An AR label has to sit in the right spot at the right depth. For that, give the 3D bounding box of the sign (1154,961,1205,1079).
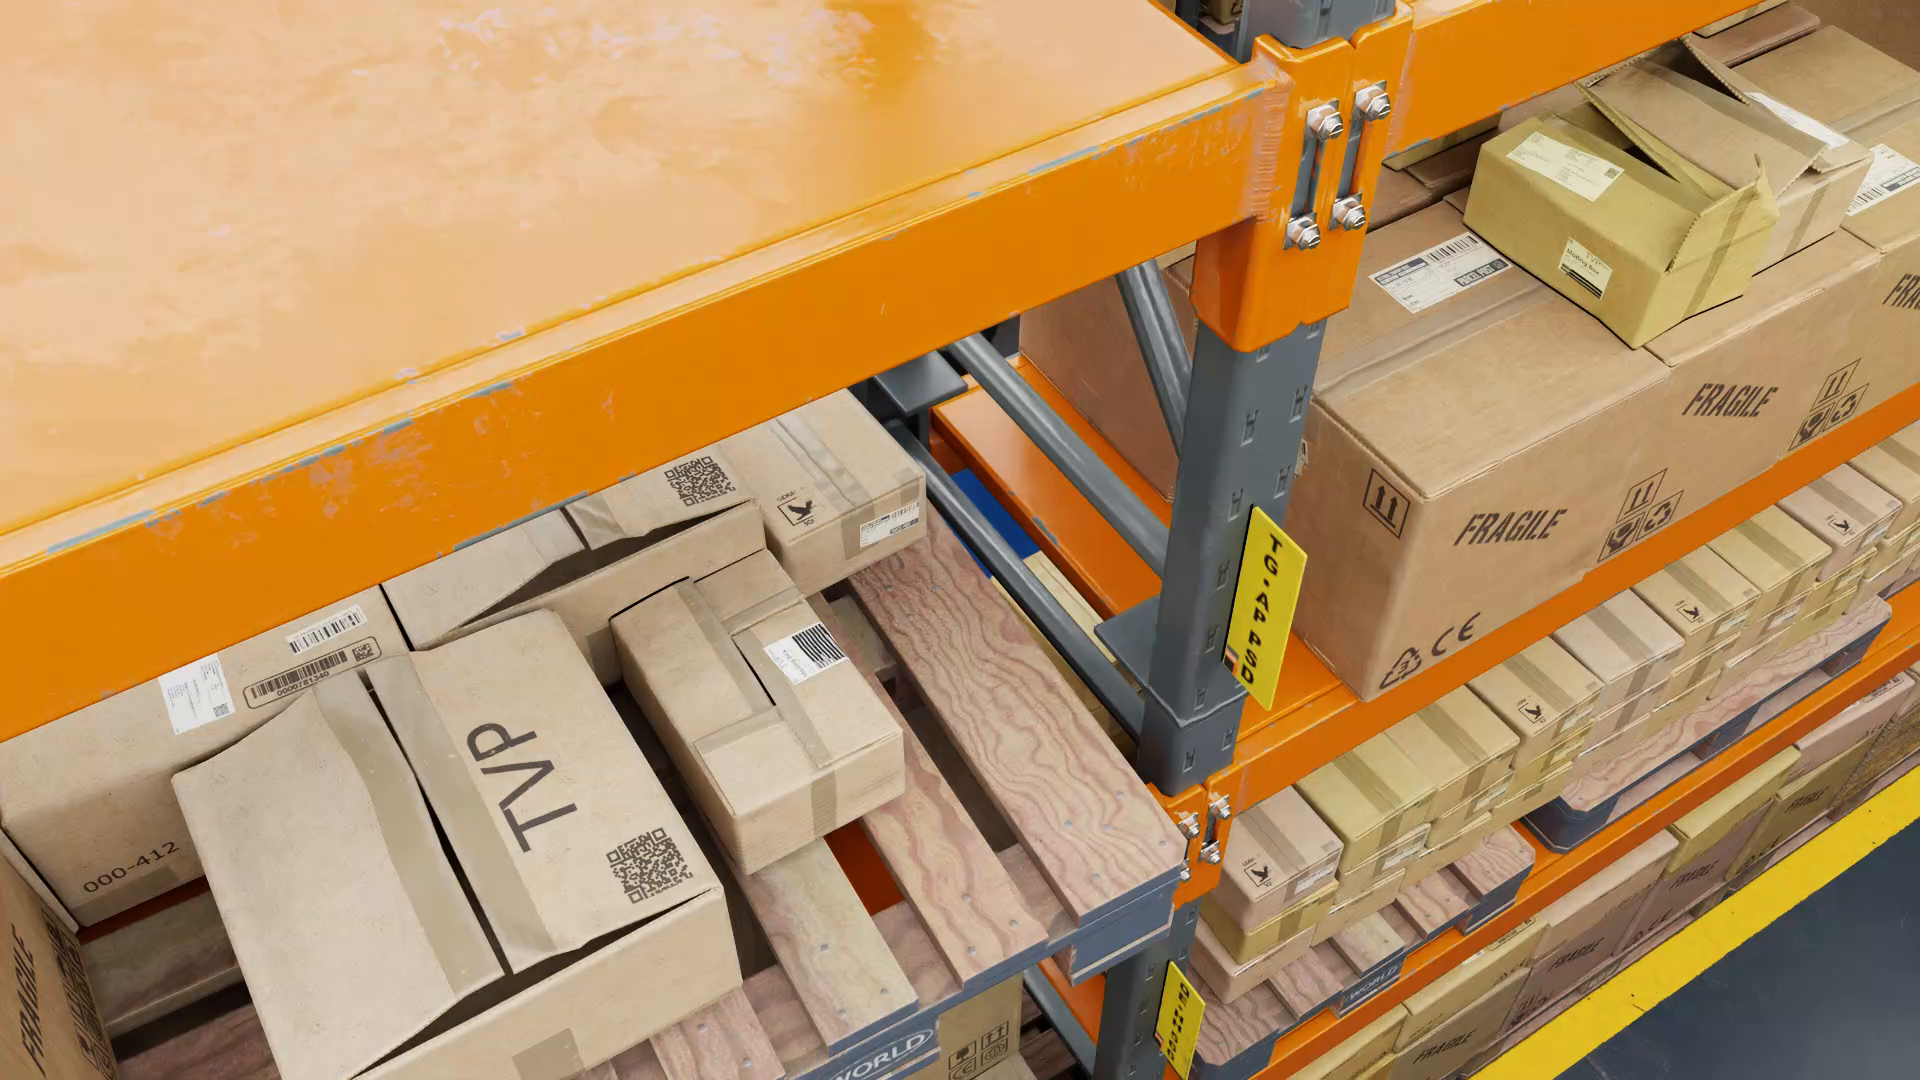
[{"bbox_3d":[0.408,0.903,3.107,0.005,0.325,0.100,-25,53,-21],"label":"sign"}]

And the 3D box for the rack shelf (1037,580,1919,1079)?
[{"bbox_3d":[1.801,0.381,4.829,4.000,0.370,1.077,-25,53,-21],"label":"rack shelf"}]

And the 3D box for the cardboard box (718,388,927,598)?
[{"bbox_3d":[-0.258,-0.116,2.602,0.250,0.149,0.380,-27,54,-22],"label":"cardboard box"}]

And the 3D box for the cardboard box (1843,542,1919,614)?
[{"bbox_3d":[2.387,-0.012,4.584,0.250,0.149,0.380,-27,54,-22],"label":"cardboard box"}]

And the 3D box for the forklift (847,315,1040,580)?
[{"bbox_3d":[-0.684,-1.036,5.656,3.031,2.935,1.130,3,48,3],"label":"forklift"}]

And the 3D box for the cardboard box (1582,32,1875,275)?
[{"bbox_3d":[1.229,-0.666,2.692,0.258,0.266,0.396,-25,53,-21],"label":"cardboard box"}]

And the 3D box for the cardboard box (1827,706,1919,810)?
[{"bbox_3d":[3.001,0.490,5.643,0.500,0.500,0.500,-26,53,-21],"label":"cardboard box"}]

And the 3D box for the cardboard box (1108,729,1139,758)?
[{"bbox_3d":[0.281,0.396,4.221,0.250,0.149,0.380,-24,53,-20],"label":"cardboard box"}]

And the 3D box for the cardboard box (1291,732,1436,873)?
[{"bbox_3d":[0.830,0.514,3.718,0.250,0.149,0.380,-27,54,-22],"label":"cardboard box"}]

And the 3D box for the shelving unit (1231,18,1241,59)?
[{"bbox_3d":[1.210,-1.021,6.199,0.431,2.100,0.503,35,57,27],"label":"shelving unit"}]

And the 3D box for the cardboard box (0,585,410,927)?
[{"bbox_3d":[-1.044,0.167,2.282,0.500,0.250,0.500,-24,53,-20],"label":"cardboard box"}]

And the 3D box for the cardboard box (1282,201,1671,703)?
[{"bbox_3d":[0.735,-0.152,2.746,0.500,0.500,0.500,-25,53,-21],"label":"cardboard box"}]

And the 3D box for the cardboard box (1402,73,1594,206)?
[{"bbox_3d":[0.873,-0.688,3.224,0.500,0.500,0.500,-25,53,-21],"label":"cardboard box"}]

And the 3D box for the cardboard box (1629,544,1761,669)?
[{"bbox_3d":[1.714,0.098,4.088,0.250,0.149,0.380,-24,52,-20],"label":"cardboard box"}]

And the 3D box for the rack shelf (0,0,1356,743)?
[{"bbox_3d":[-1.582,0.113,1.319,4.000,0.370,1.077,-25,53,-21],"label":"rack shelf"}]

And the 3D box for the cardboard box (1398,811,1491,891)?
[{"bbox_3d":[1.051,0.617,4.024,0.250,0.149,0.380,-23,52,-19],"label":"cardboard box"}]

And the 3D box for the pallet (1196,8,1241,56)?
[{"bbox_3d":[1.616,-3.154,9.363,1.213,0.211,1.003,-25,53,-21],"label":"pallet"}]

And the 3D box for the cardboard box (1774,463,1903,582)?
[{"bbox_3d":[2.154,-0.107,4.271,0.250,0.149,0.380,-27,54,-22],"label":"cardboard box"}]

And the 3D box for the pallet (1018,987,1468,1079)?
[{"bbox_3d":[0.771,1.556,5.169,1.213,0.211,1.003,-25,53,-21],"label":"pallet"}]

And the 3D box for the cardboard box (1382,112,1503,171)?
[{"bbox_3d":[0.739,-0.886,2.888,0.258,0.266,0.396,-25,53,-21],"label":"cardboard box"}]

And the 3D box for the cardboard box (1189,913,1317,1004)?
[{"bbox_3d":[0.596,0.832,3.833,0.250,0.149,0.380,-26,53,-21],"label":"cardboard box"}]

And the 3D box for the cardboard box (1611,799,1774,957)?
[{"bbox_3d":[2.131,0.896,5.281,0.500,0.500,0.500,-26,53,-22],"label":"cardboard box"}]

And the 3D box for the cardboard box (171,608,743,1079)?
[{"bbox_3d":[-0.614,0.404,2.030,0.500,0.311,0.500,-25,53,-21],"label":"cardboard box"}]

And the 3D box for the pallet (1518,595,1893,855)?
[{"bbox_3d":[1.762,0.188,4.648,1.213,0.211,1.003,-25,53,-21],"label":"pallet"}]

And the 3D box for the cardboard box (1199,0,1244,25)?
[{"bbox_3d":[1.532,-3.474,8.922,0.875,0.875,0.875,-25,53,-21],"label":"cardboard box"}]

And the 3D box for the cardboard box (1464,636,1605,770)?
[{"bbox_3d":[1.264,0.314,3.896,0.250,0.149,0.380,-27,54,-22],"label":"cardboard box"}]

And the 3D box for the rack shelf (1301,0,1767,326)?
[{"bbox_3d":[1.801,-1.481,2.738,4.000,0.370,1.077,-25,53,-21],"label":"rack shelf"}]

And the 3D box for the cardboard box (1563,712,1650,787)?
[{"bbox_3d":[1.502,0.401,4.217,0.250,0.149,0.380,-24,52,-20],"label":"cardboard box"}]

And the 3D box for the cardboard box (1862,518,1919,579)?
[{"bbox_3d":[2.378,-0.110,4.472,0.250,0.149,0.380,-28,54,-23],"label":"cardboard box"}]

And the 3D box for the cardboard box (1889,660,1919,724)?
[{"bbox_3d":[2.997,0.243,5.360,0.500,0.250,0.500,-27,53,-22],"label":"cardboard box"}]

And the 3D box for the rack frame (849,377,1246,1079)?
[{"bbox_3d":[0.110,0.939,3.851,0.127,3.000,1.000,-25,53,-21],"label":"rack frame"}]

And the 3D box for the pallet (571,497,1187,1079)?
[{"bbox_3d":[-0.407,0.294,2.543,1.003,0.211,1.213,-23,52,-19],"label":"pallet"}]

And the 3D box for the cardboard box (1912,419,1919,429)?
[{"bbox_3d":[2.589,-0.312,4.453,0.250,0.149,0.380,-25,53,-21],"label":"cardboard box"}]

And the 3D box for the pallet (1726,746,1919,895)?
[{"bbox_3d":[2.835,0.583,6.035,1.213,0.211,1.003,-25,53,-21],"label":"pallet"}]

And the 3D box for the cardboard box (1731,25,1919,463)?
[{"bbox_3d":[1.574,-0.558,3.108,0.500,0.500,0.500,-25,53,-21],"label":"cardboard box"}]

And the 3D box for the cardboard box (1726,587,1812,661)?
[{"bbox_3d":[1.940,0.094,4.291,0.250,0.149,0.380,-23,52,-20],"label":"cardboard box"}]

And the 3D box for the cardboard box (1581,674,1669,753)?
[{"bbox_3d":[1.502,0.301,4.107,0.250,0.149,0.380,-25,53,-21],"label":"cardboard box"}]

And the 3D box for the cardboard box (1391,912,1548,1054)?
[{"bbox_3d":[1.251,1.057,4.636,0.500,0.250,0.500,-26,53,-21],"label":"cardboard box"}]

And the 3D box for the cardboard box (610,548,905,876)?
[{"bbox_3d":[-0.280,0.223,2.287,0.250,0.166,0.380,-25,53,-21],"label":"cardboard box"}]

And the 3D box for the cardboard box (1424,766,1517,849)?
[{"bbox_3d":[1.078,0.500,3.929,0.250,0.149,0.380,-27,54,-22],"label":"cardboard box"}]

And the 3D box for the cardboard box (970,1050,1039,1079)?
[{"bbox_3d":[-0.128,1.254,3.503,0.500,0.500,0.500,-25,53,-21],"label":"cardboard box"}]

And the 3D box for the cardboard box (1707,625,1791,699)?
[{"bbox_3d":[1.937,0.199,4.396,0.250,0.149,0.380,-27,54,-22],"label":"cardboard box"}]

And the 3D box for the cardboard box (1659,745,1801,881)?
[{"bbox_3d":[2.116,0.659,4.990,0.500,0.250,0.500,-27,54,-22],"label":"cardboard box"}]

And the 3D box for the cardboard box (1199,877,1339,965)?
[{"bbox_3d":[0.625,0.718,3.735,0.250,0.149,0.380,-23,52,-19],"label":"cardboard box"}]

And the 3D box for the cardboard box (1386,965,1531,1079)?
[{"bbox_3d":[1.267,1.307,4.915,0.500,0.500,0.500,-25,53,-20],"label":"cardboard box"}]
